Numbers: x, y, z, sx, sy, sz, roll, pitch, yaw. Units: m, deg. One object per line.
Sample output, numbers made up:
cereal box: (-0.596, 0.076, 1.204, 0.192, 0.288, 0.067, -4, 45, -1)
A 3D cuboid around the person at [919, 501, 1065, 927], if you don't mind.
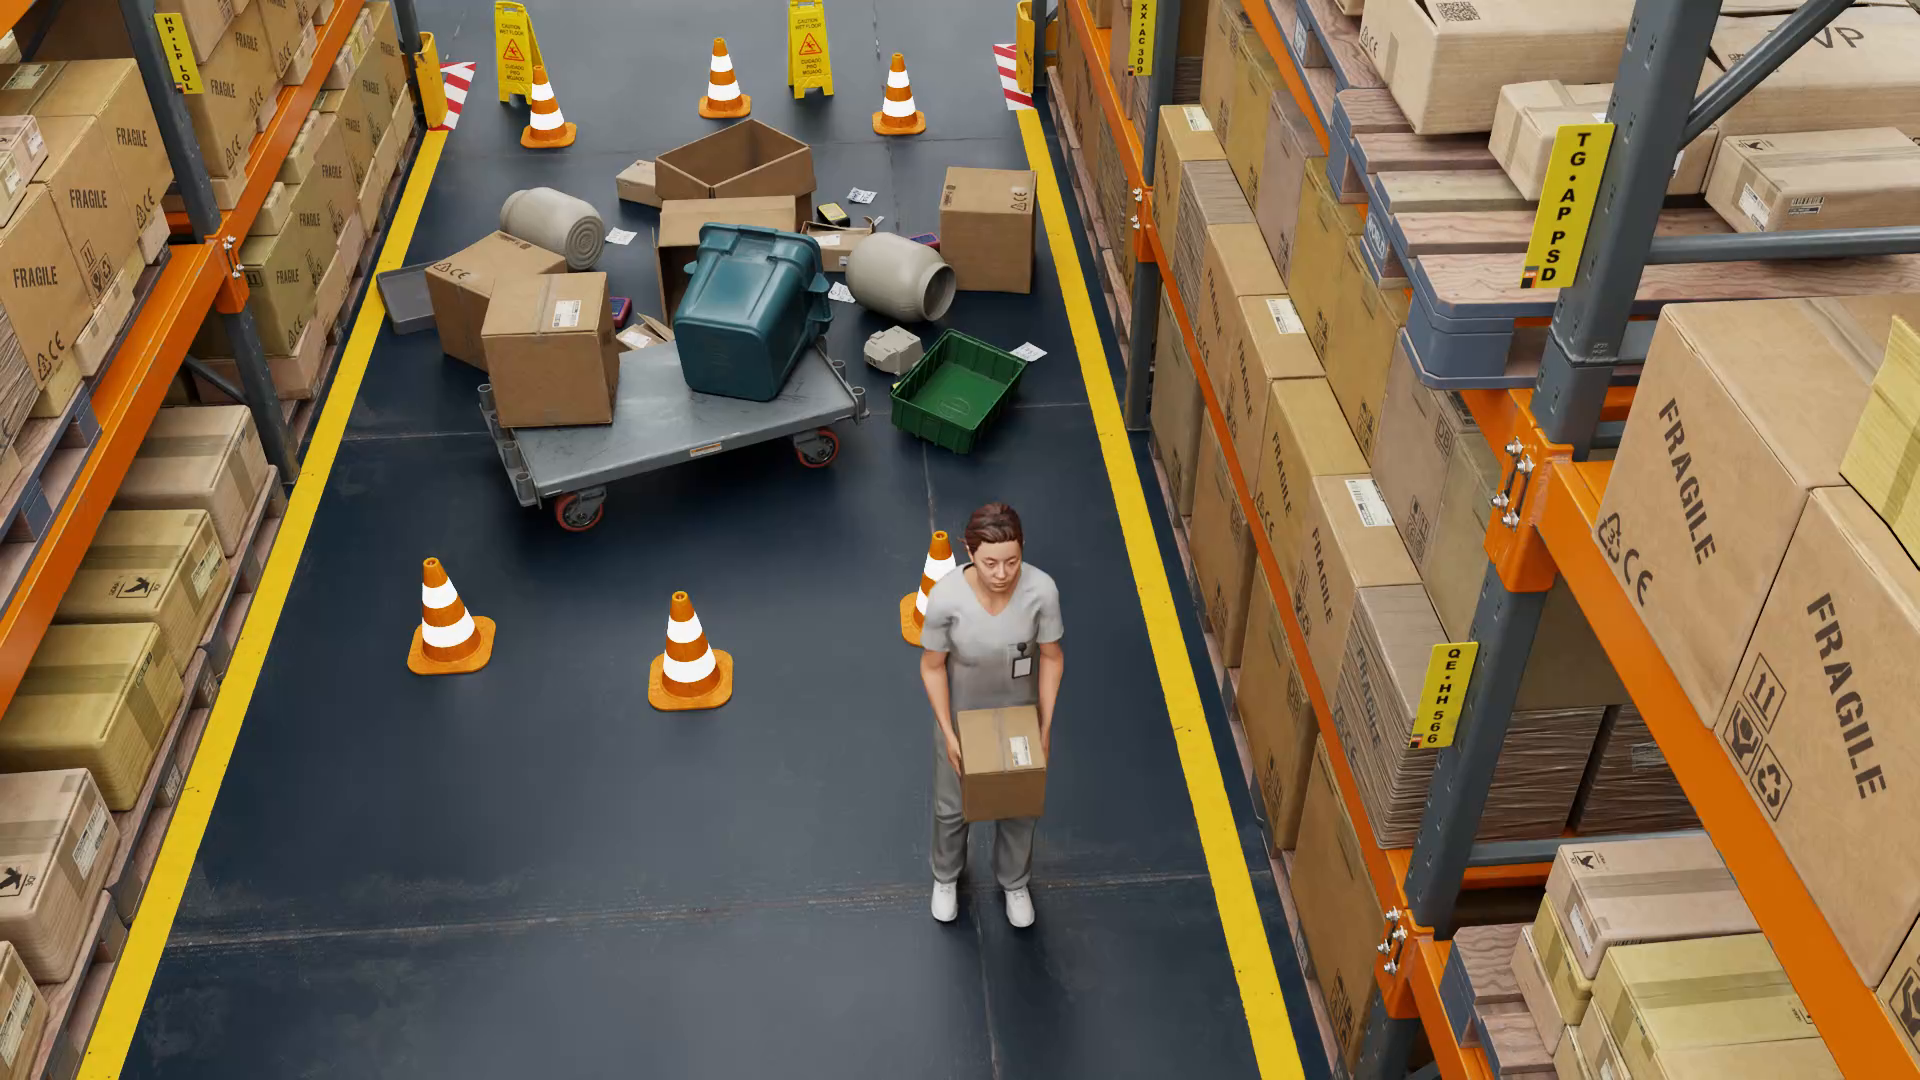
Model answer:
person: (0.107, 0.599, 5.421, 0.465, 1.675, 0.461, -4, 39, -5)
